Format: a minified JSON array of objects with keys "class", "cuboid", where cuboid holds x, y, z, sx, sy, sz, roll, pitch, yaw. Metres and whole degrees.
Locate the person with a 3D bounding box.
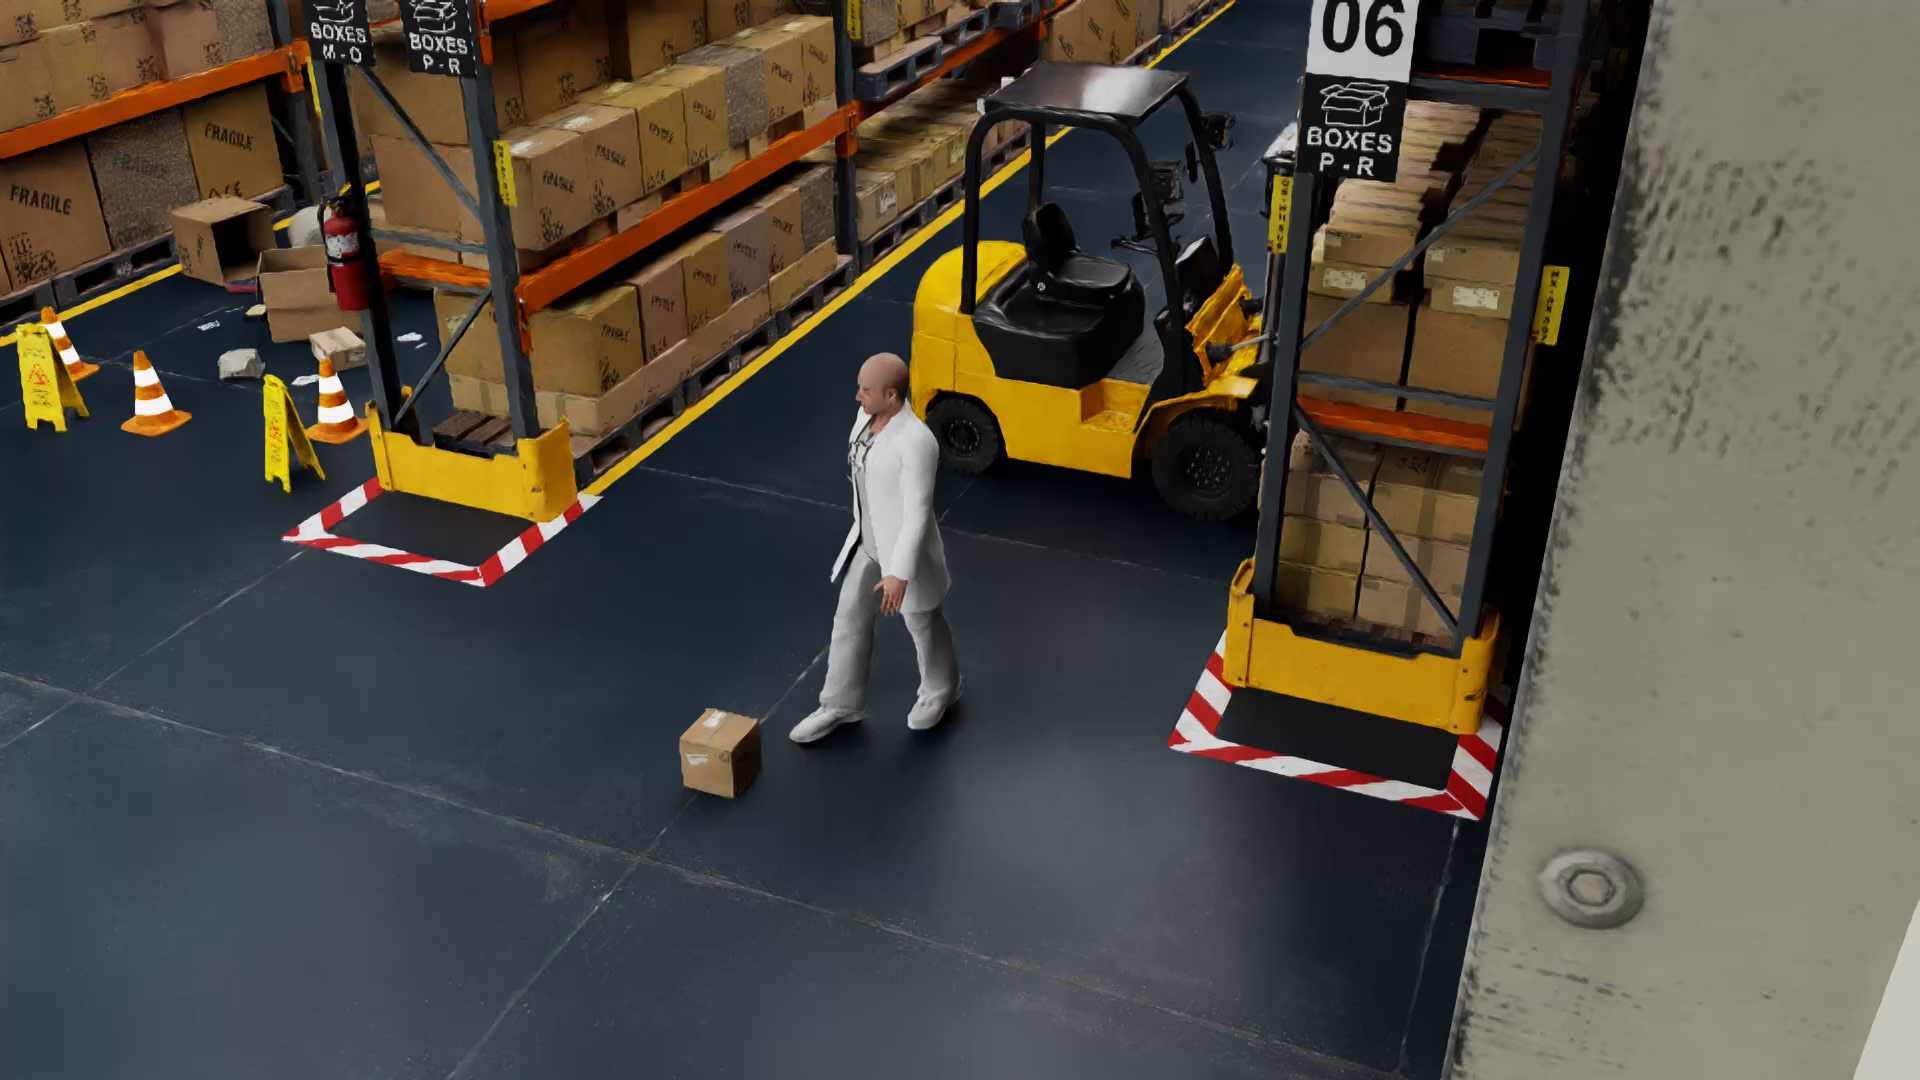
[{"class":"person","cuboid":[-0.350,0.047,7.025,0.809,1.774,0.636,-21,35,-32]}]
